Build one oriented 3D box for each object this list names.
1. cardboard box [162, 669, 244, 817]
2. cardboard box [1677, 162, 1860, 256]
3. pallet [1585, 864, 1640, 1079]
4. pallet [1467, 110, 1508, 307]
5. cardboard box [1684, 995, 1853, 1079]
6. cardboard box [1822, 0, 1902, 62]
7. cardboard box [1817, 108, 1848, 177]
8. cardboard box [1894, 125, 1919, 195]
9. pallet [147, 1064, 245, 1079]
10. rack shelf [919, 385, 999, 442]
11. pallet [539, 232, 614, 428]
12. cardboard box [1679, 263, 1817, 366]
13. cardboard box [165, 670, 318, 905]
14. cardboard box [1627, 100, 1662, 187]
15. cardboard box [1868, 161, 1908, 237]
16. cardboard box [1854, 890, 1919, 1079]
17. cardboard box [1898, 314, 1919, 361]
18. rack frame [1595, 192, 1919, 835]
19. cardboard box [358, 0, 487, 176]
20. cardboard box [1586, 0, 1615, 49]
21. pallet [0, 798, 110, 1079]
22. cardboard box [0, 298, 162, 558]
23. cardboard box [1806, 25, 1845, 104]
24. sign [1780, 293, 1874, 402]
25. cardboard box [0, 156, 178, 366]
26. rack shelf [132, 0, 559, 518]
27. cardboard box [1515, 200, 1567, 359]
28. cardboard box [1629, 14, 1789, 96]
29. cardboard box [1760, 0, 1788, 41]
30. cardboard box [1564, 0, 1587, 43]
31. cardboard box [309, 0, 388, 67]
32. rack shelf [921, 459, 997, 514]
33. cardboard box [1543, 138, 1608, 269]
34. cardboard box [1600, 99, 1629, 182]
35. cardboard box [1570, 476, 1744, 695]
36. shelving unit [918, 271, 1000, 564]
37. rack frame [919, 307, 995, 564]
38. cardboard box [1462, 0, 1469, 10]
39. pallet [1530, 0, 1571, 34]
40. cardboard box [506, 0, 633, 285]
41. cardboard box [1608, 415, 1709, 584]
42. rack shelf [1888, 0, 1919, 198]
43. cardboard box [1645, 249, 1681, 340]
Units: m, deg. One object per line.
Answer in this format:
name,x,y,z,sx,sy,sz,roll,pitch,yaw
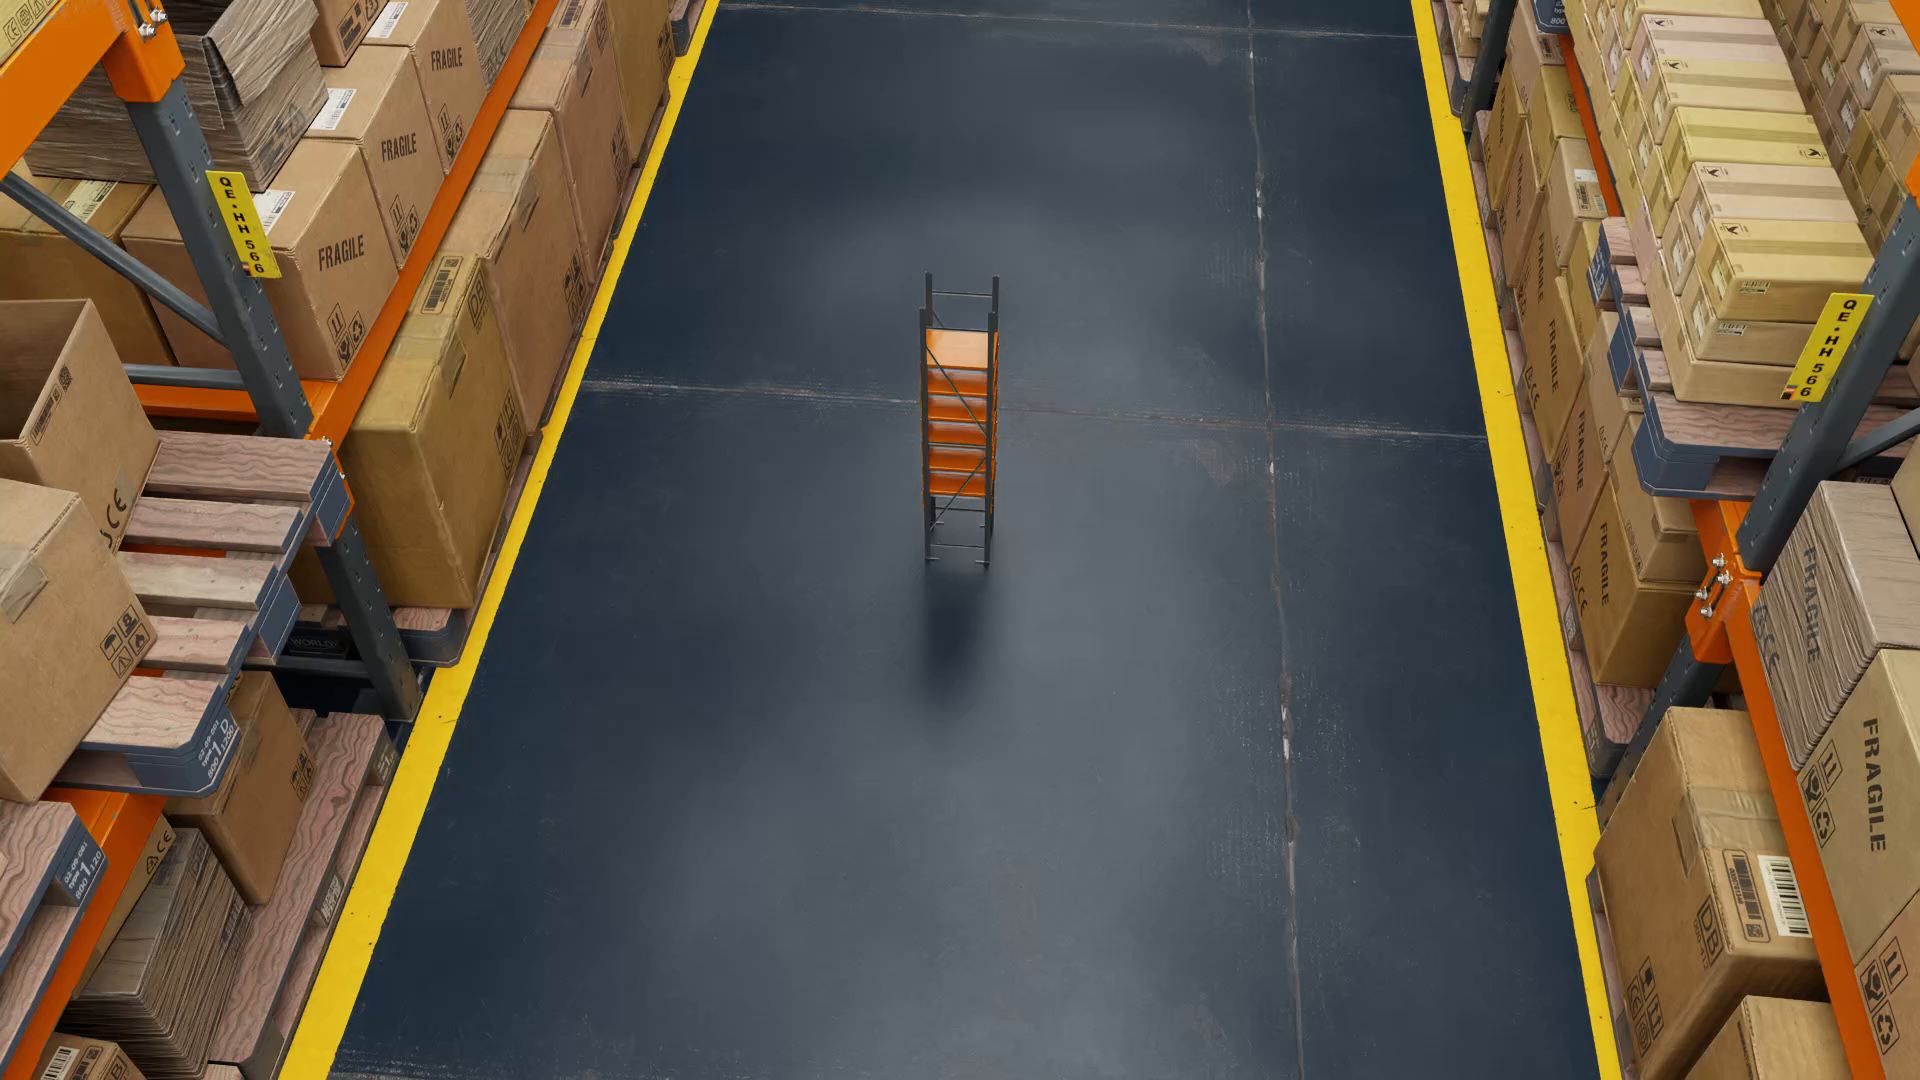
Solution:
cardboard box,-2.389,0.475,4.670,0.500,0.250,0.500,6,48,5
cardboard box,2.186,-0.887,4.511,0.380,0.149,0.250,3,48,3
pallet,2.426,1.462,4.770,1.003,0.211,1.213,4,48,4
pallet,2.868,-1.480,7.460,1.003,0.211,1.213,4,48,4
cardboard box,2.351,1.648,3.950,1.050,0.750,0.750,5,48,4
cardboard box,2.926,-1.604,5.167,0.380,0.149,0.250,5,48,5
cardboard box,2.908,-1.215,5.214,0.380,0.149,0.250,5,48,5
cardboard box,2.856,-1.015,4.628,0.380,0.149,0.250,4,48,3
pallet,-2.544,1.948,4.325,1.003,0.211,1.213,4,48,4
rack shelf,-0.001,-0.445,5.742,0.258,0.103,0.180,4,48,4
pallet,-2.097,-0.989,7.011,1.003,0.211,1.213,4,48,4
cardboard box,2.164,-0.604,4.454,0.380,0.149,0.250,5,48,4
cardboard box,-2.399,0.728,4.948,0.700,0.500,0.500,2,48,1
cardboard box,2.231,-1.178,4.979,0.380,0.149,0.250,4,48,4
cardboard box,2.860,-0.948,4.769,0.380,0.149,0.250,3,48,2
cardboard box,2.173,0.969,3.263,0.500,0.500,0.500,4,48,3
cardboard box,2.839,-0.623,4.673,0.380,0.149,0.250,6,48,5
rack frame,2.573,-0.054,4.266,1.000,3.000,0.127,4,48,4
cardboard box,-1.954,-1.590,5.603,0.500,0.500,0.500,3,48,3
cardboard box,2.303,-1.742,5.495,0.380,0.149,0.250,3,48,3
pallet,-2.497,1.061,3.377,1.003,0.211,1.213,4,48,4
cardboard box,-2.367,-0.237,4.082,0.500,0.500,0.500,-1,48,-1
cardboard box,2.933,-1.499,5.272,0.380,0.149,0.250,3,48,3
sign,2.031,-0.447,3.895,0.100,0.325,0.005,4,48,4
cardboard box,-2.559,-0.874,4.949,0.500,0.500,0.500,5,48,5
rack shelf,-2.175,-1.688,6.249,1.077,0.370,4.000,4,48,4
cardboard box,2.525,-0.991,6.533,0.500,0.500,0.500,5,48,4
cardboard box,2.258,-1.452,5.028,0.380,0.149,0.250,4,48,4
cardboard box,2.983,-1.787,5.737,0.380,0.149,0.250,6,48,5
cardboard box,2.330,-1.831,5.778,0.380,0.149,0.250,3,48,3
cardboard box,-2.213,-1.849,5.160,0.797,0.503,0.637,5,48,4
rack shelf,-0.001,-0.202,6.007,0.258,0.103,0.180,4,48,4
cardboard box,2.510,-1.253,6.264,0.500,0.250,0.500,6,48,5
cardboard box,2.257,-1.256,5.252,0.380,0.149,0.250,2,48,2
cardboard box,2.372,0.147,5.492,0.500,0.500,0.500,4,48,3
shelving unit,-0.001,-0.394,5.798,0.258,1.200,0.189,4,48,4
rack frame,-0.010,-0.327,5.736,0.240,1.200,0.006,4,48,4
cardboard box,2.662,-2.725,8.156,0.380,0.149,0.250,2,48,2
pallet,2.723,-2.376,6.521,1.003,0.211,1.213,4,48,4
cardboard box,-2.112,-1.697,6.925,1.225,0.875,0.875,2,48,2
cardboard box,2.374,-0.125,5.233,0.500,0.250,0.500,3,48,3
rack shelf,2.755,-2.293,4.769,1.077,0.370,4.000,4,48,4
cardboard box,2.184,-0.686,4.730,0.380,0.149,0.250,4,48,3
